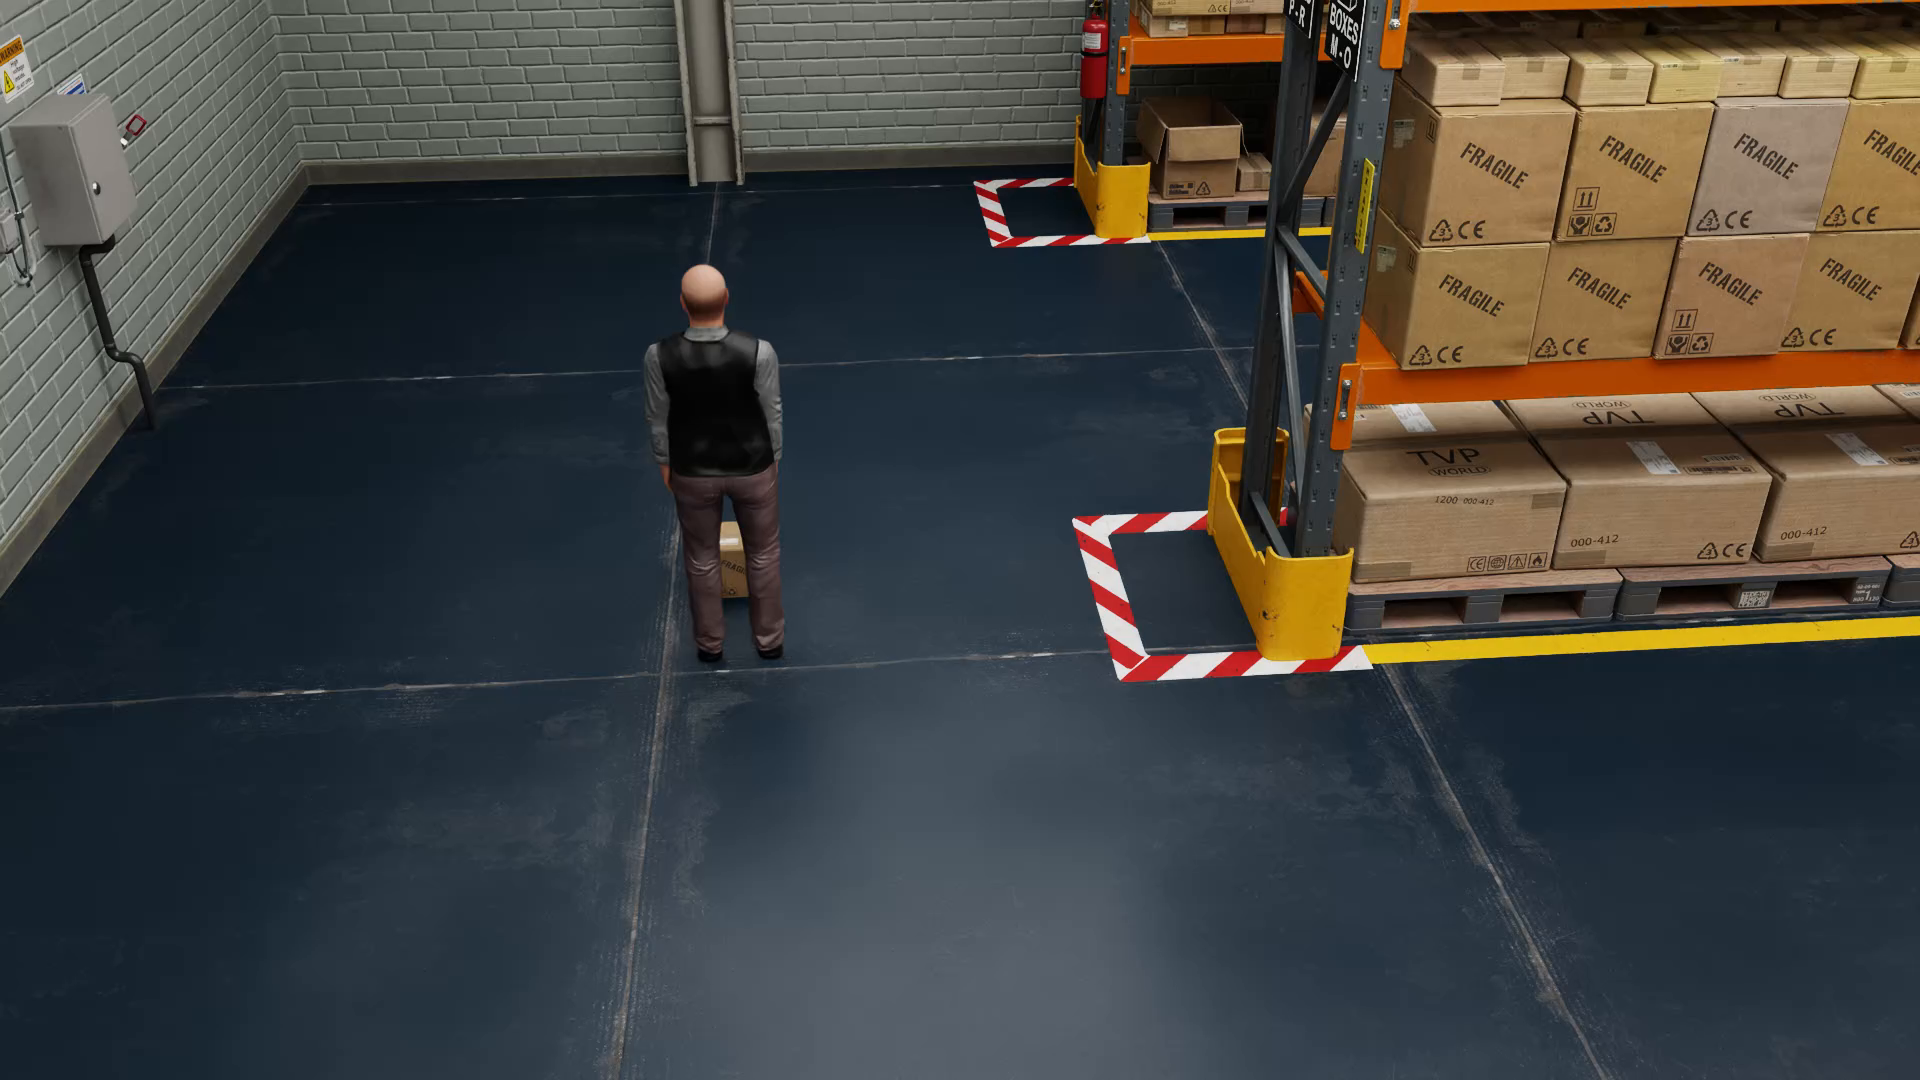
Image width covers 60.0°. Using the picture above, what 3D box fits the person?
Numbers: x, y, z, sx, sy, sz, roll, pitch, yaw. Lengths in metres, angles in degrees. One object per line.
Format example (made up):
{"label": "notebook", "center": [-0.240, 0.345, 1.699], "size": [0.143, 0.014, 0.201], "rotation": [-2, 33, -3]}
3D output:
{"label": "person", "center": [-0.963, -0.286, 6.646], "size": [0.533, 1.714, 0.358], "rotation": [-2, 31, -4]}
